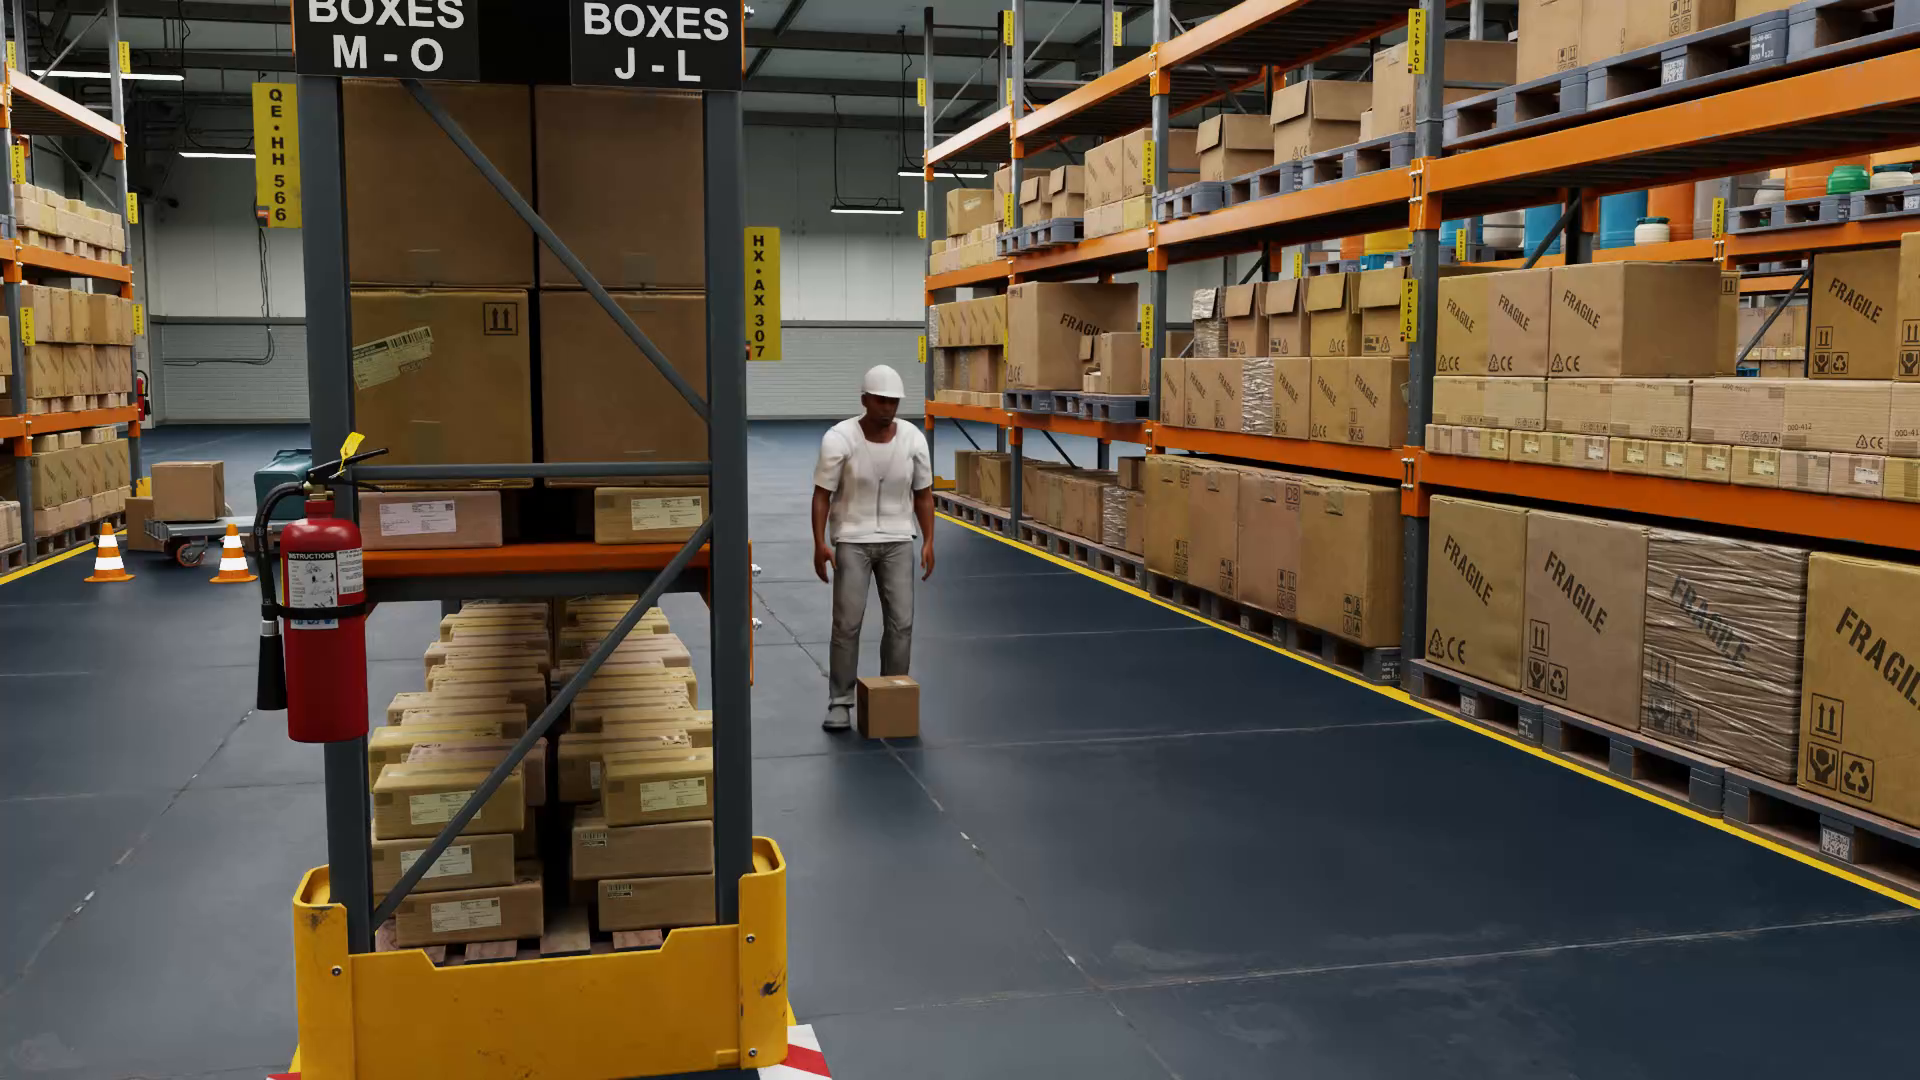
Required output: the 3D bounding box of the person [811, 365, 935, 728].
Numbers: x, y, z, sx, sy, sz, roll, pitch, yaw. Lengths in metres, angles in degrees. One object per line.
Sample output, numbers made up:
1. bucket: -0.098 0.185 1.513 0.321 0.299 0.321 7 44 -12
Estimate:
1. person: -0.412 0.028 8.113 0.621 1.759 0.461 -2 6 -16
